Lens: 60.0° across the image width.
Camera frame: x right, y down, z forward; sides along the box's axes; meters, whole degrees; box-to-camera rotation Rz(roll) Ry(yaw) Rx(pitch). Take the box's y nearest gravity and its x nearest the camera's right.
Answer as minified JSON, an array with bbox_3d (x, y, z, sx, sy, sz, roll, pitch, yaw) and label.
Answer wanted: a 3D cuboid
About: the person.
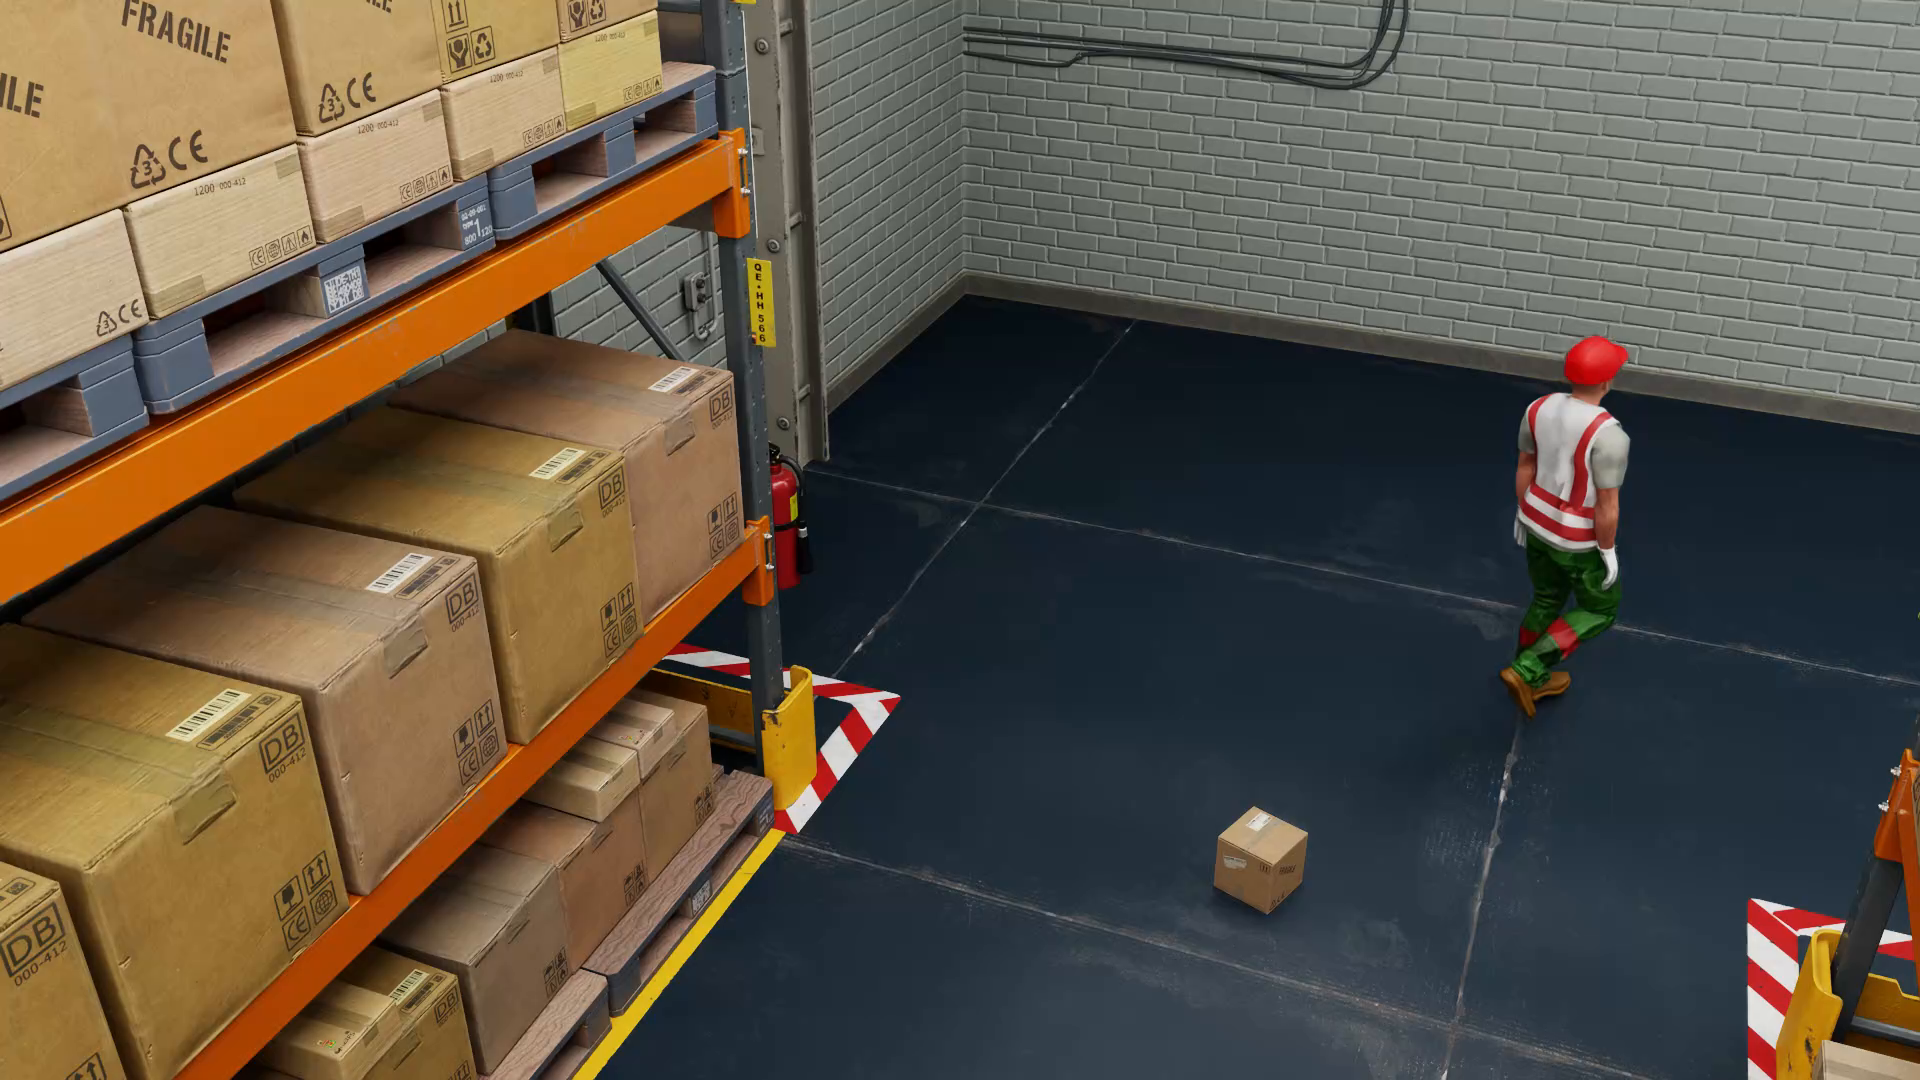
[{"bbox_3d":[2.573,-0.030,7.097,0.571,1.779,0.563,-14,32,-24],"label":"person"}]
